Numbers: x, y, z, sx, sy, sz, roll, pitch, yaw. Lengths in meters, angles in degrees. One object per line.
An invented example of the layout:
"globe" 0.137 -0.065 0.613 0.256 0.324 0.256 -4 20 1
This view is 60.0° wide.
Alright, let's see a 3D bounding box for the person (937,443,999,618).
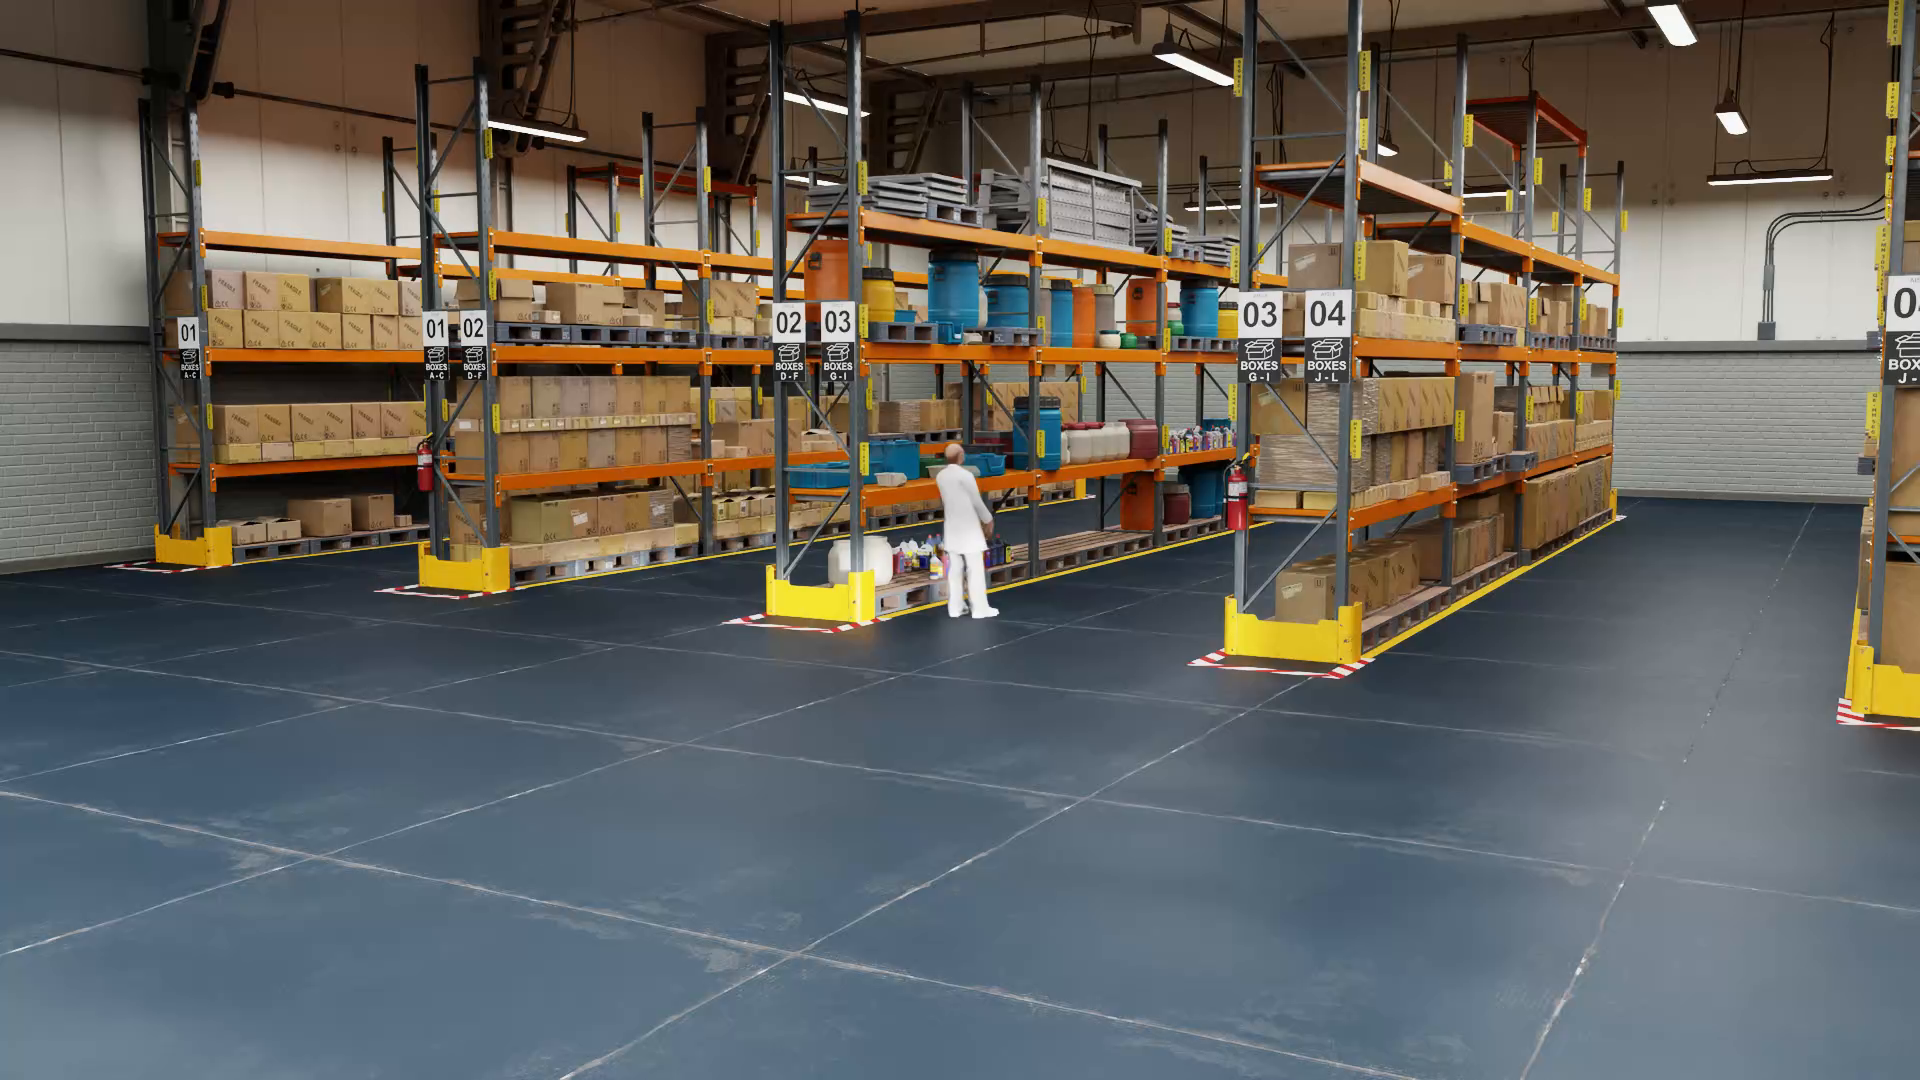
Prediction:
"person" 0.083 -0.106 17.050 0.531 1.780 0.563 -5 7 -39
